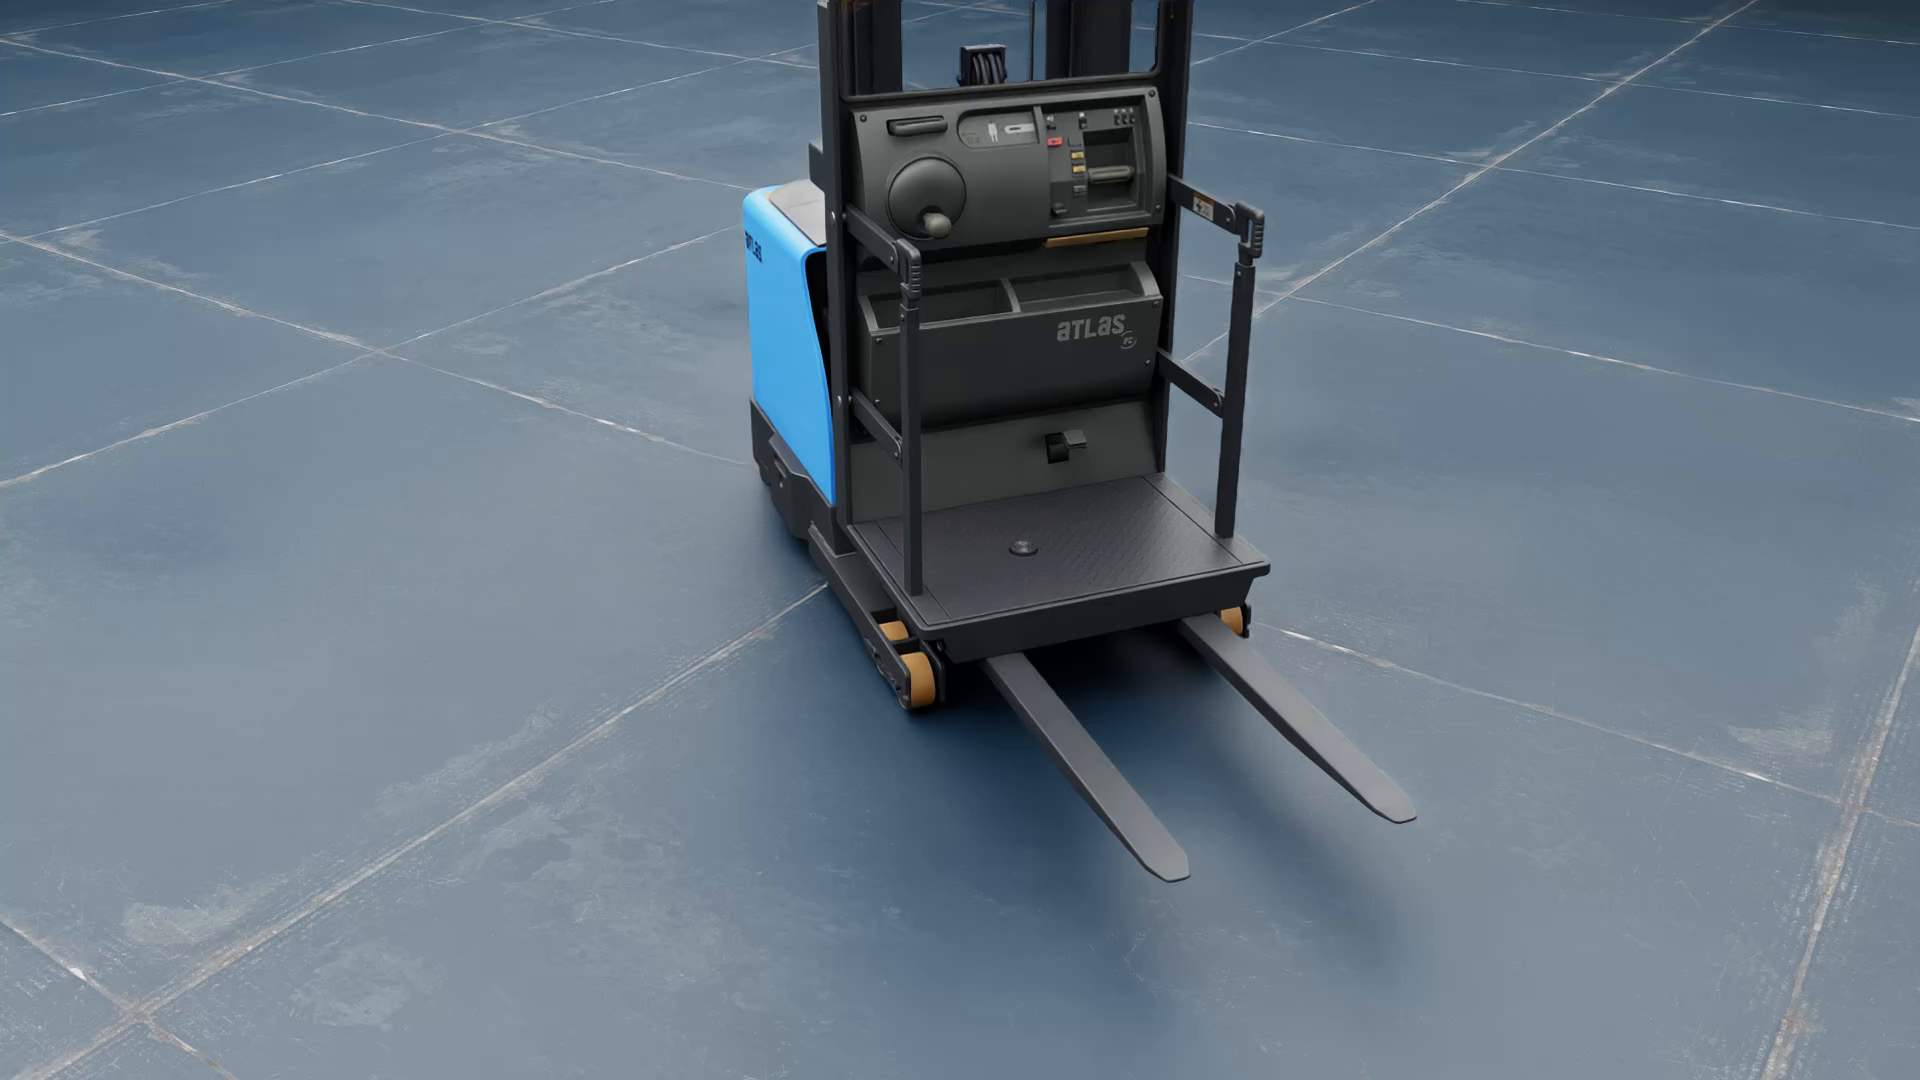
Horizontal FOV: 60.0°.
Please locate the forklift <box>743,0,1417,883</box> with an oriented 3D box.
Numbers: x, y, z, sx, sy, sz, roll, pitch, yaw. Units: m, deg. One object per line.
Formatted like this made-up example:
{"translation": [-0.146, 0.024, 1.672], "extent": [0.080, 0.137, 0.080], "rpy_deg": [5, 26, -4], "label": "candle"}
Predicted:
{"translation": [0.233, -1.032, 4.547], "extent": [1.130, 2.935, 3.031], "rpy_deg": [-10, 29, -19], "label": "forklift"}
